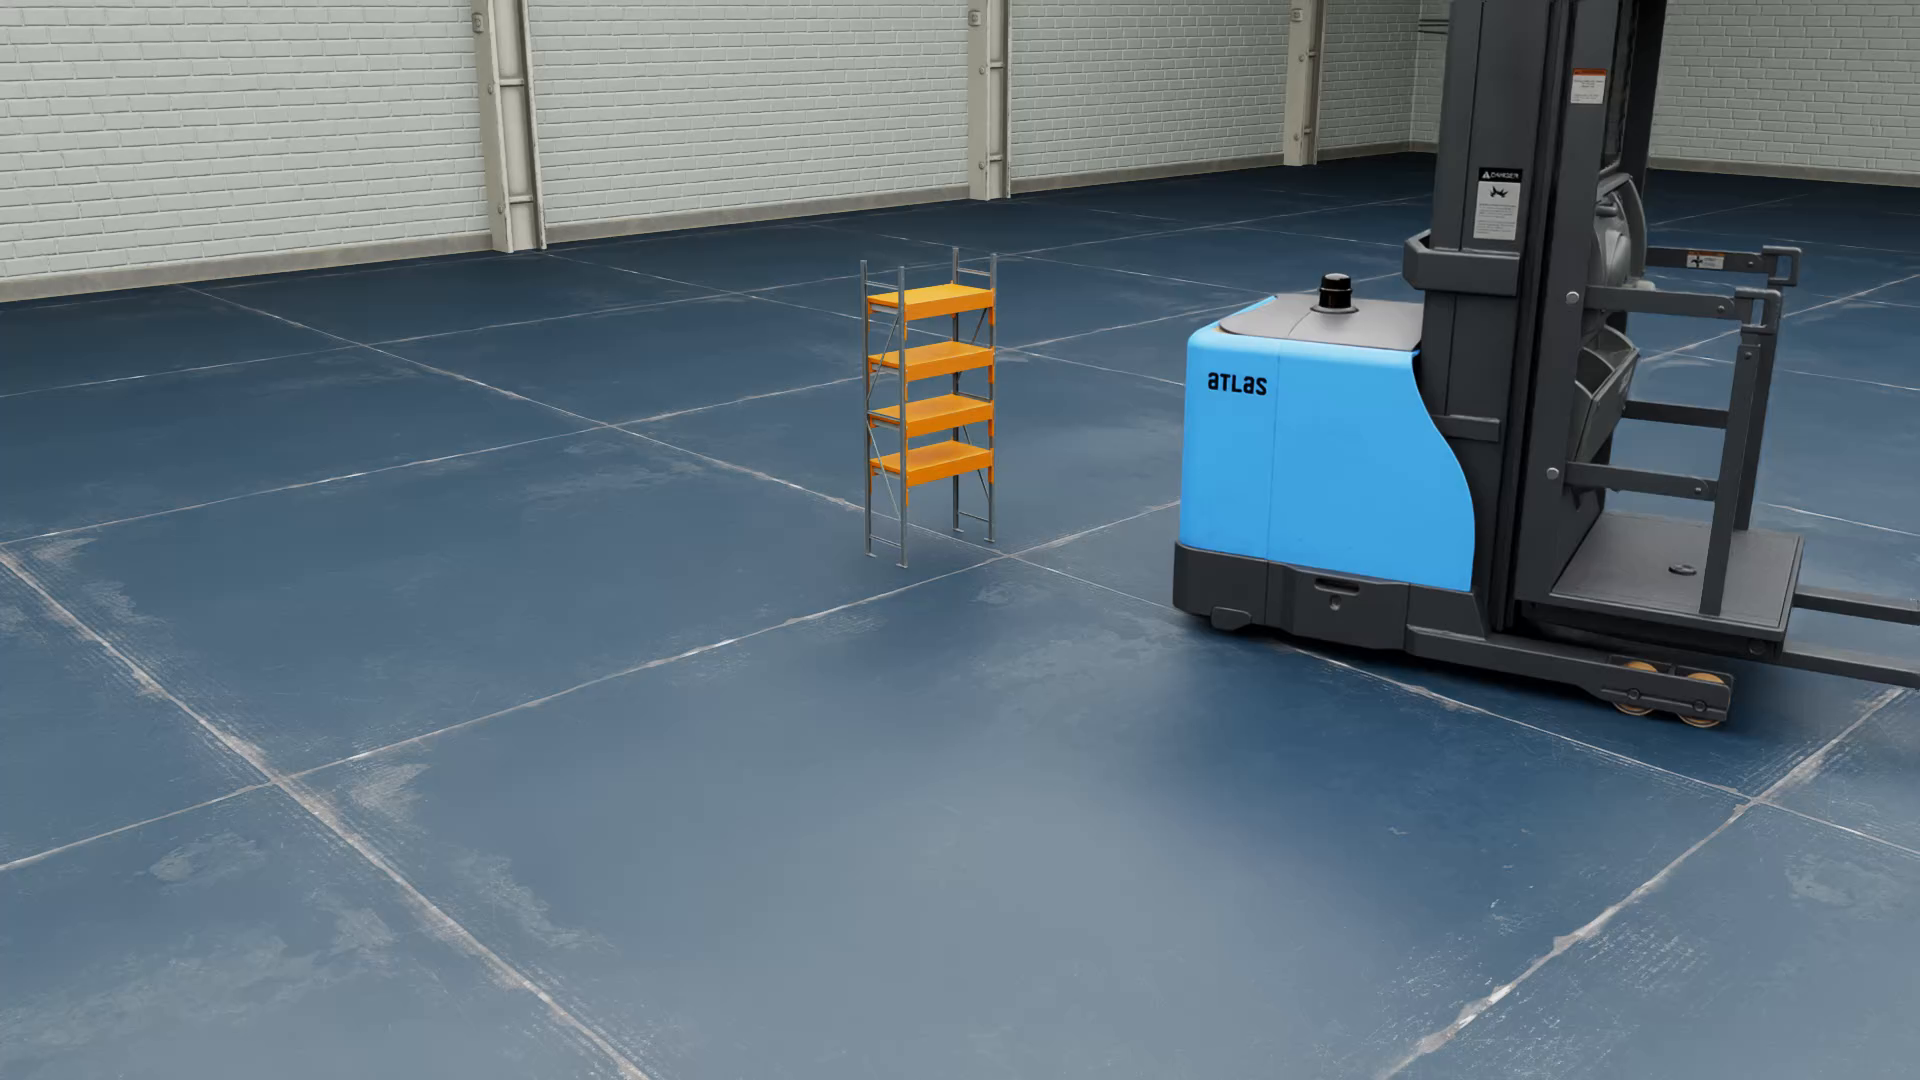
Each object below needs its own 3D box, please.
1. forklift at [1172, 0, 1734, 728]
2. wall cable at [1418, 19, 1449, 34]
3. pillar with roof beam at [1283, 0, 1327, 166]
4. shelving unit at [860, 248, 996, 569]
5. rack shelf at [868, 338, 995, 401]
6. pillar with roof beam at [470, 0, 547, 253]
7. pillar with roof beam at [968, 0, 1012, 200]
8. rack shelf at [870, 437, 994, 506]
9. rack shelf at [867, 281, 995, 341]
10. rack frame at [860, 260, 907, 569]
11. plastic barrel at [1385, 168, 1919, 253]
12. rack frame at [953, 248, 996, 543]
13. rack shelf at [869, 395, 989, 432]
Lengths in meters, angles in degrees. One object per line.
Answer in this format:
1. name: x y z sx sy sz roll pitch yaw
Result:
1. forklift: 1.834 -1.048 5.568 1.939 2.867 1.129 10 20 27
2. wall cable: 7.745 -8.333 23.129 0.112 2.526 3.097 -16 24 -41
3. pillar with roof beam: 7.653 -8.517 18.663 0.400 9.000 9.100 -16 24 -41
4. shelving unit: -0.120 -0.536 6.691 0.503 1.200 0.258 -16 24 -41
5. rack shelf: -0.120 -0.684 6.643 0.480 0.148 0.258 -16 24 -41
6. pillar with roof beam: -1.066 -5.974 10.821 0.400 9.000 9.100 -16 24 -41
7. pillar with roof beam: 3.294 -7.246 14.742 0.400 9.000 9.100 -16 24 -41
8. rack shelf: -0.120 -0.283 6.773 0.480 0.148 0.258 -16 24 -41
9. rack shelf: -0.120 -0.909 6.570 0.480 0.148 0.258 -16 24 -41
10. rack frame: -0.298 -0.484 6.532 0.015 1.200 0.240 -16 24 -41
11. plastic barrel: 1.336 -0.769 3.357 38.471 3.701 17.930 -16 24 -41
12. rack frame: 0.057 -0.587 6.851 0.015 1.200 0.240 -16 24 -41
13. rack shelf: -0.120 -0.509 6.700 0.457 0.050 0.221 -16 24 -41
